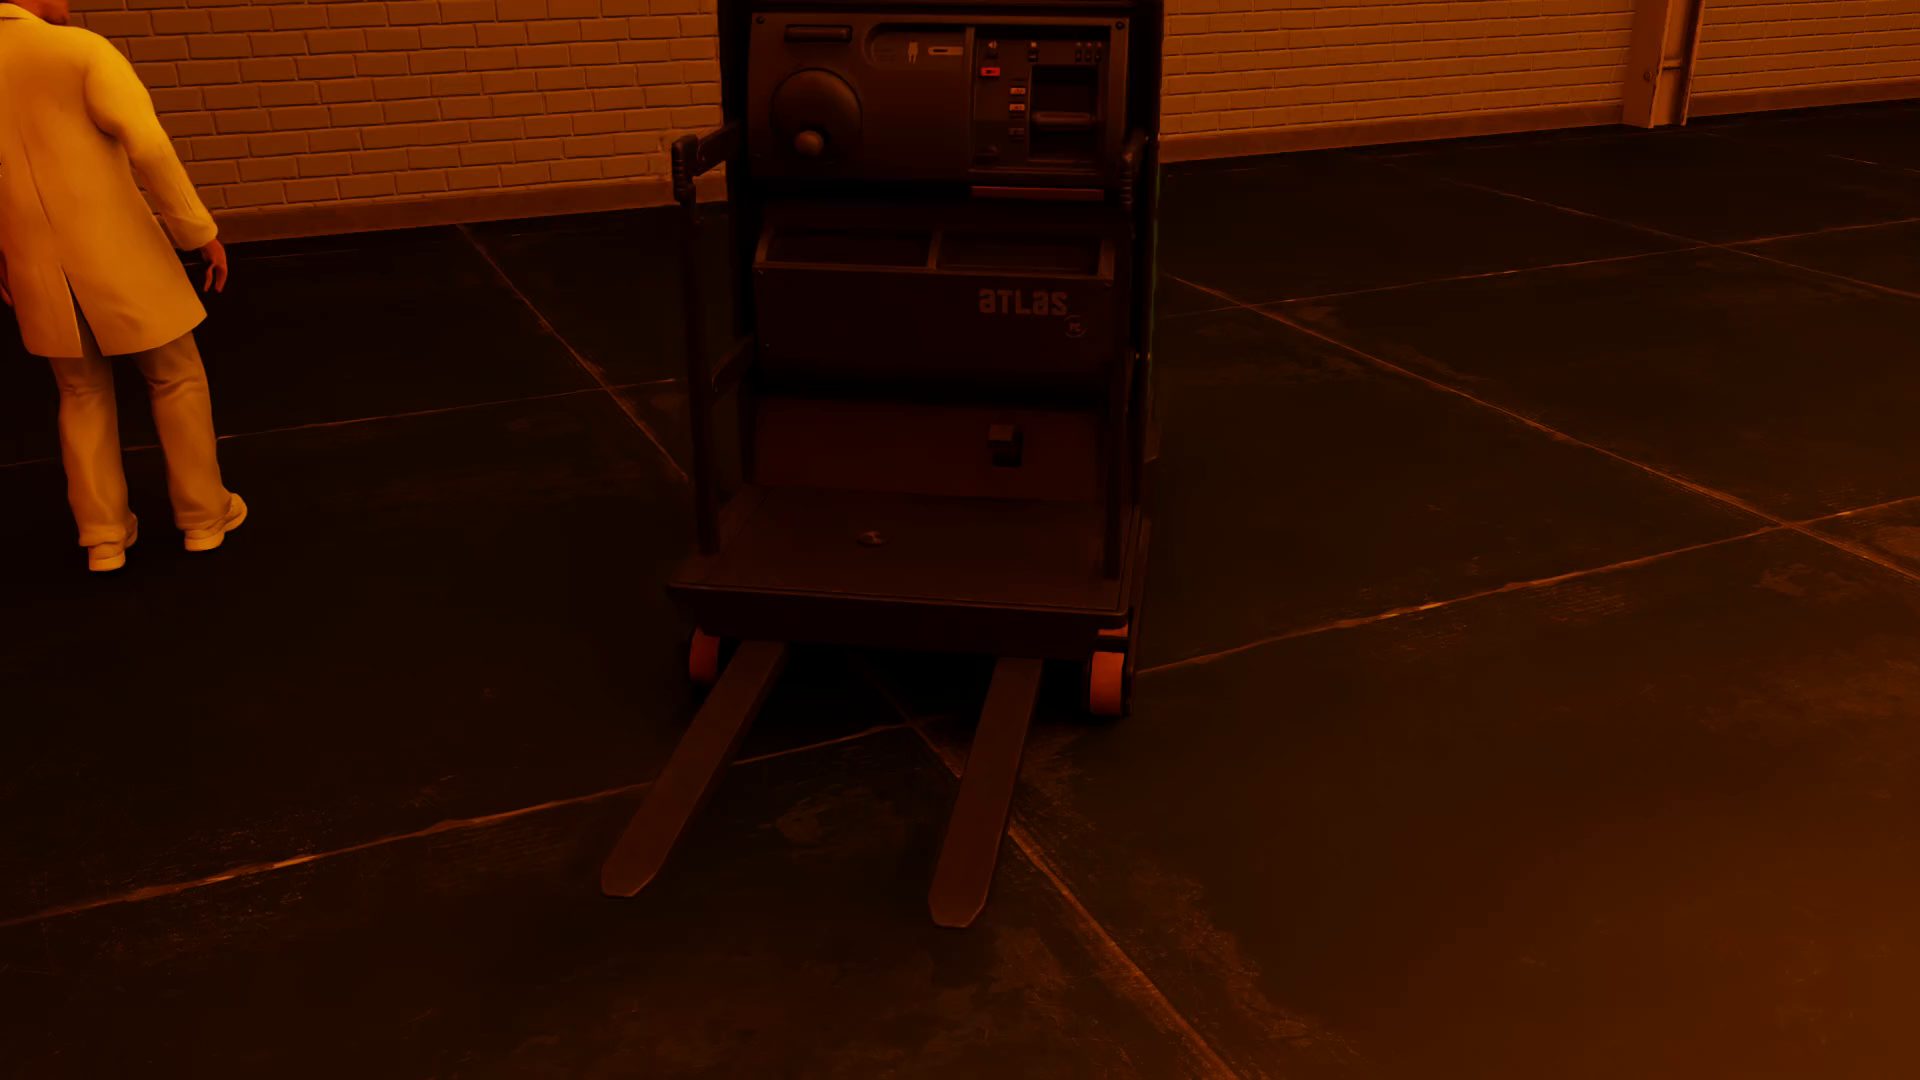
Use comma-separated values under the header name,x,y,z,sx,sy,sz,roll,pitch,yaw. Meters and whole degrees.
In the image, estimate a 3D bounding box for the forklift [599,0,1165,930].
name,x,y,z,sx,sy,sz,roll,pitch,yaw
forklift,-0.089,-1.065,3.849,1.130,2.935,3.031,3,23,8

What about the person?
name,x,y,z,sx,sy,sz,roll,pitch,yaw
person,-2.463,-0.810,4.757,0.763,1.764,0.517,-1,23,-2
